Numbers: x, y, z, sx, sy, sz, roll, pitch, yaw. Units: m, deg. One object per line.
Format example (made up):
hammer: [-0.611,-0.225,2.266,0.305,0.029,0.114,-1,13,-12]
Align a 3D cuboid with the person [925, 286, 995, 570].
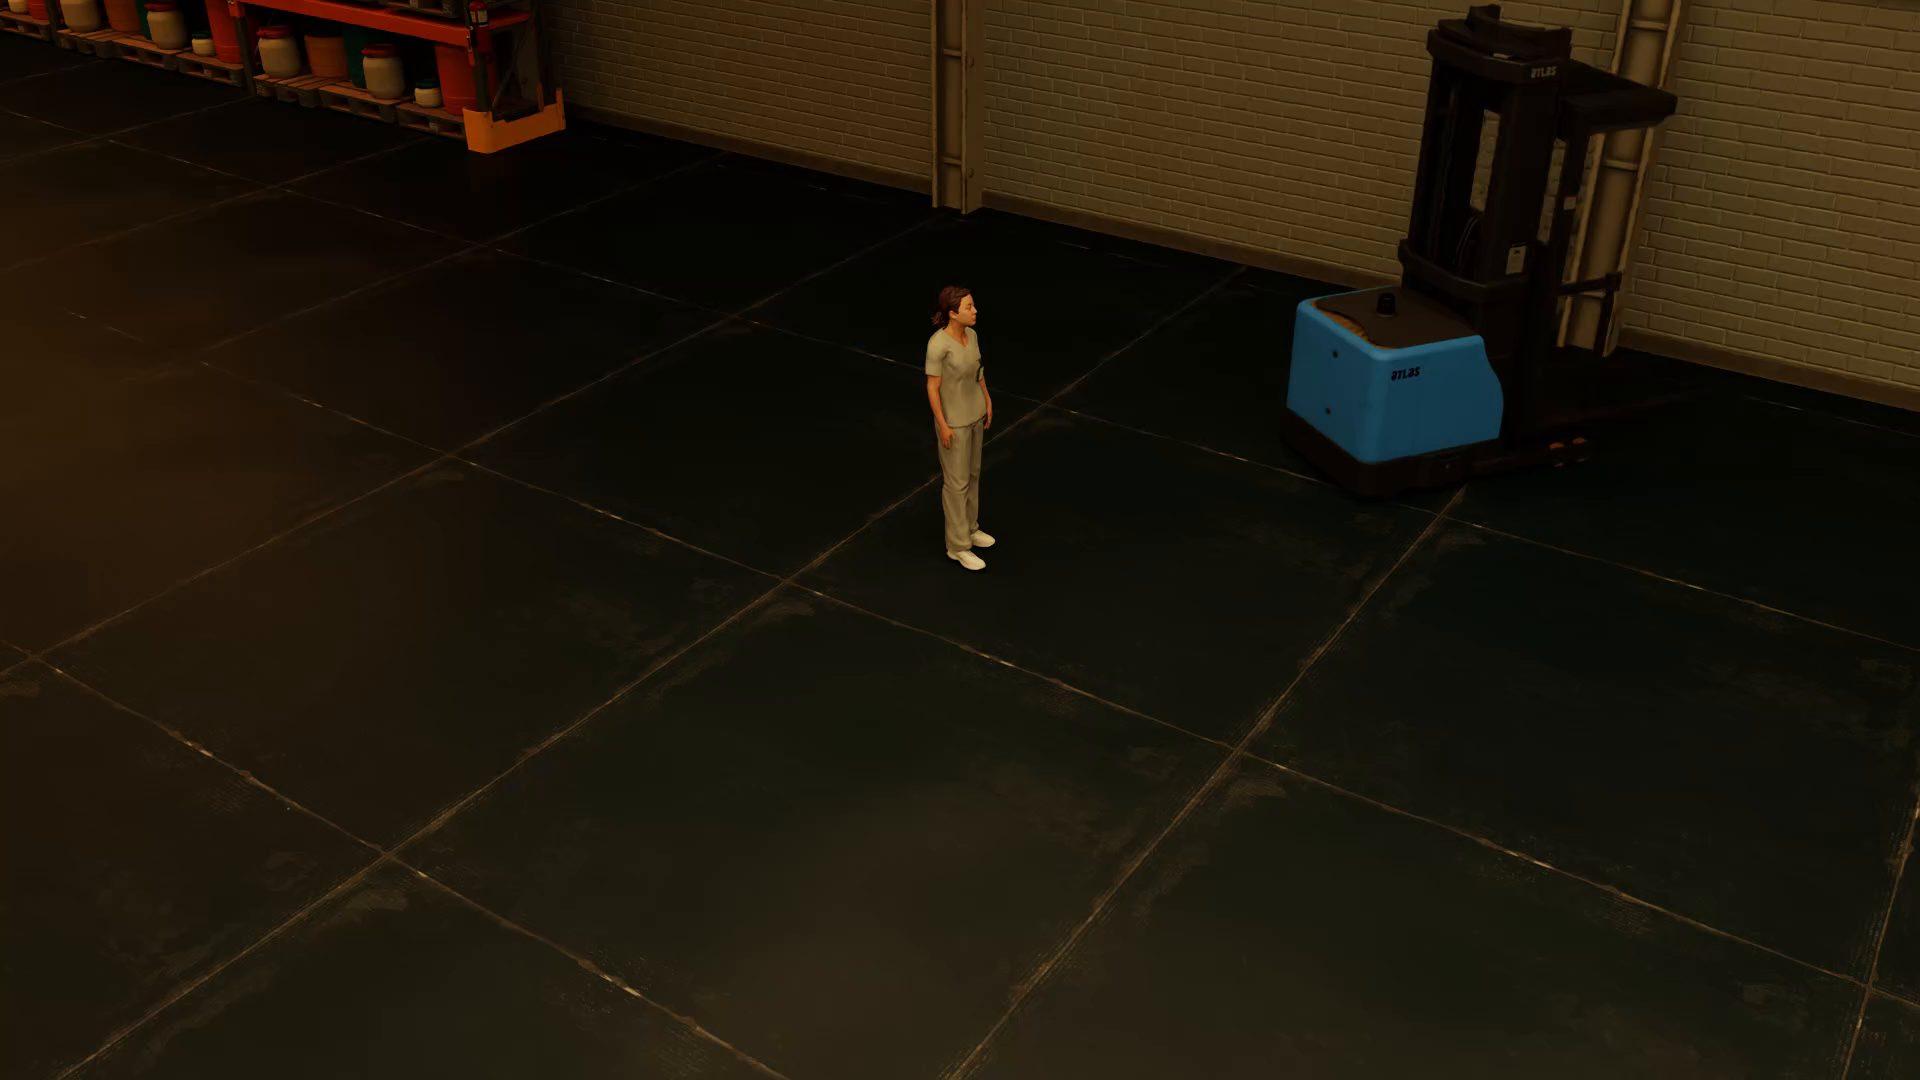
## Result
person: [0.053,-0.705,10.030,0.549,1.675,0.549,19,35,29]

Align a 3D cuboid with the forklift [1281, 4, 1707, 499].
forklift: [3.807,-2.000,11.025,3.031,2.935,1.130,-11,32,-19]
